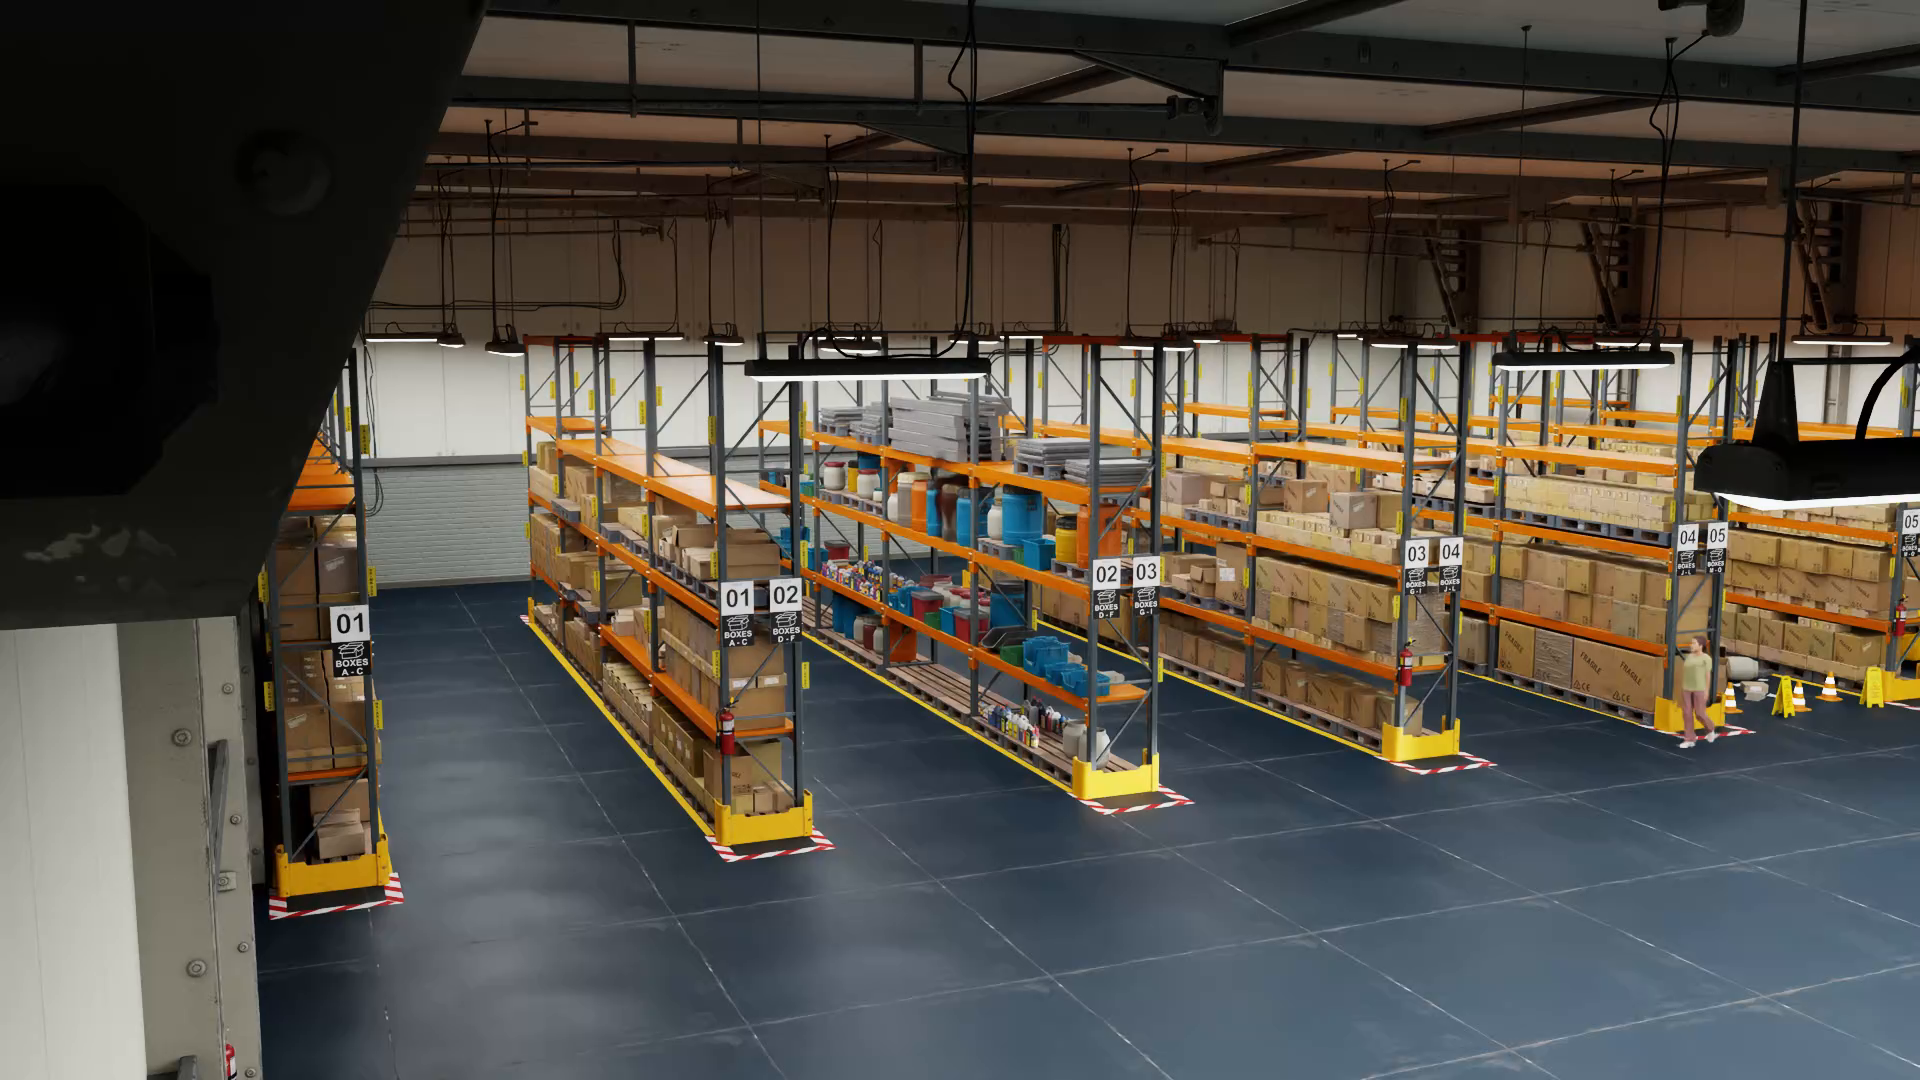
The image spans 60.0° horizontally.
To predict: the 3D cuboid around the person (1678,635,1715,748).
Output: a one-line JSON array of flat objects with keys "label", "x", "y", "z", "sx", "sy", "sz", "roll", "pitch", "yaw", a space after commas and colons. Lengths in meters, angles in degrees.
[{"label": "person", "x": 10.894, "y": 2.237, "z": 24.622, "sx": 0.616, "sy": 1.660, "sz": 0.453, "roll": -7, "pitch": 10, "yaw": -41}]
